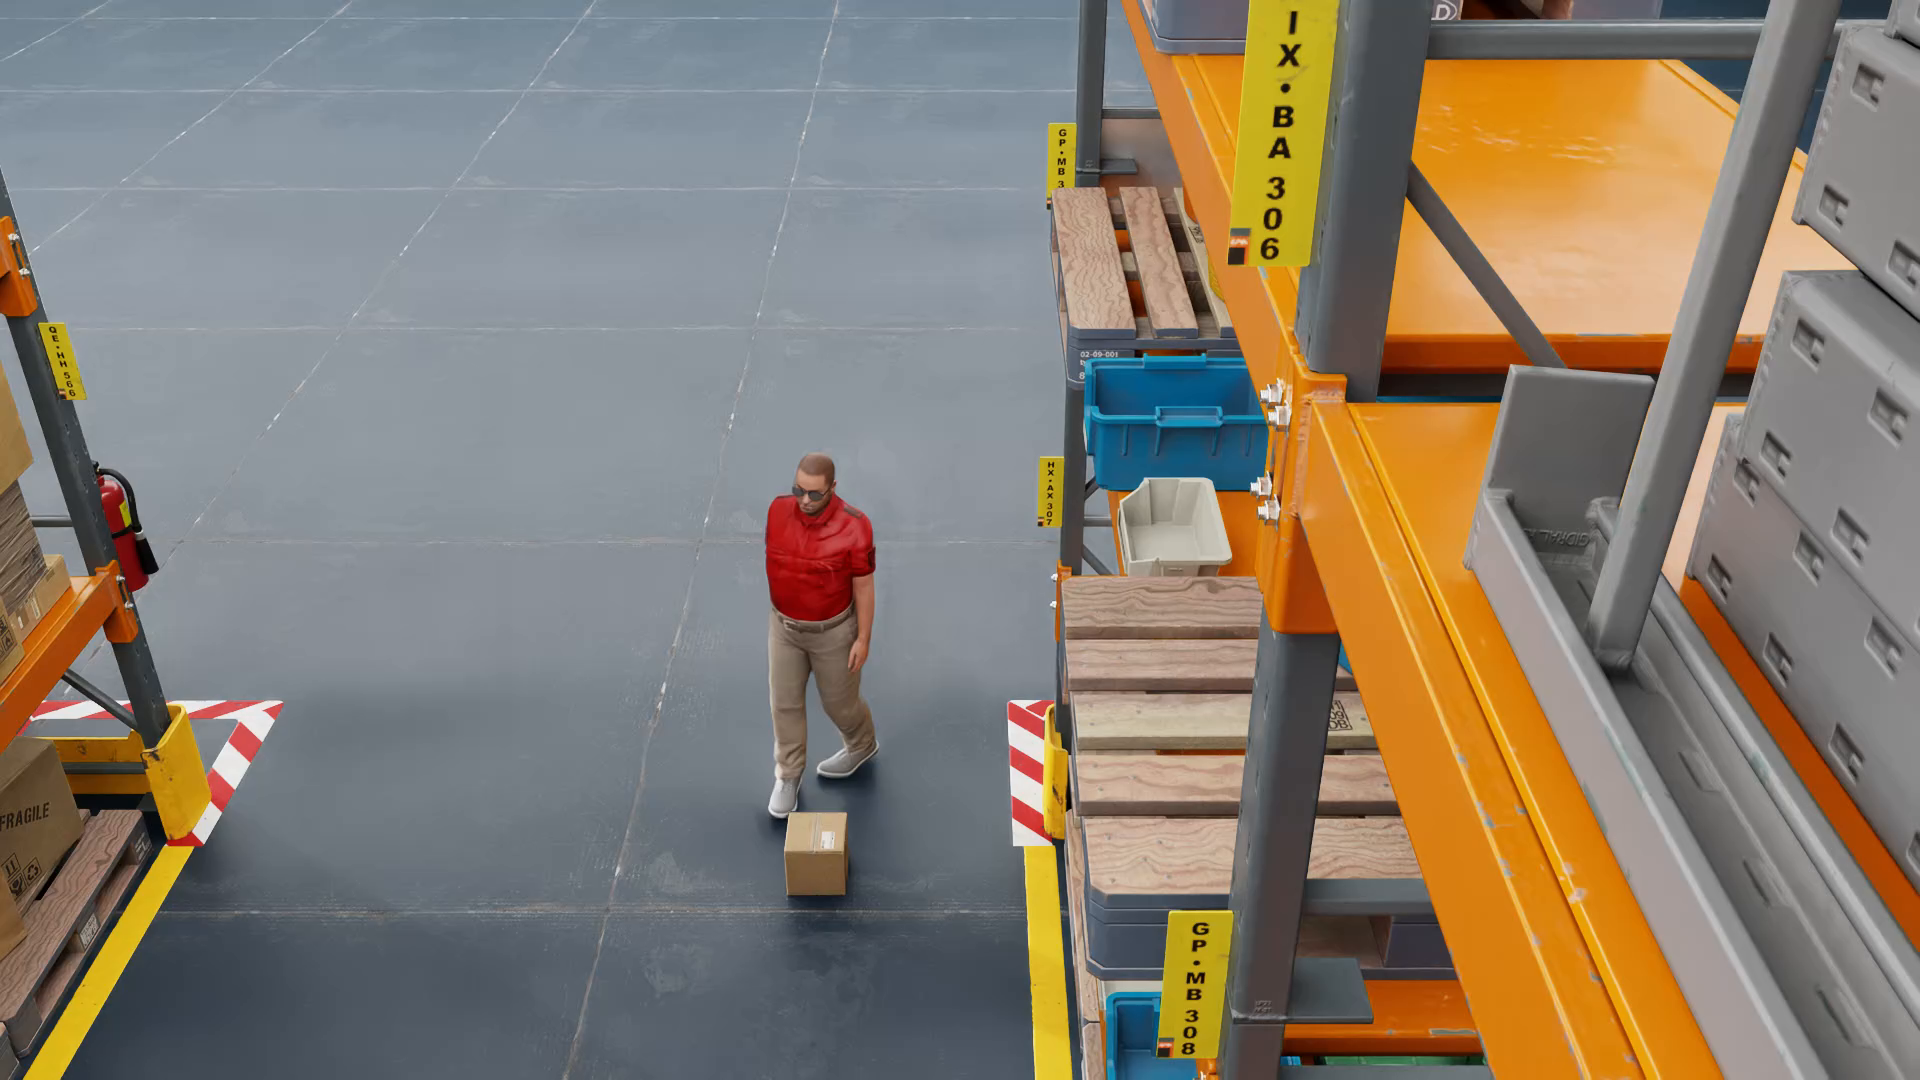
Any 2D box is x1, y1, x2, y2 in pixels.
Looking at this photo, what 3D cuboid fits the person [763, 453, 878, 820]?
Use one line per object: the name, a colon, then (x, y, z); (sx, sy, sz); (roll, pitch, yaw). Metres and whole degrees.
person: (-0.654, 0.415, 7.273); (0.547, 1.729, 0.628); (12, 33, 19)
